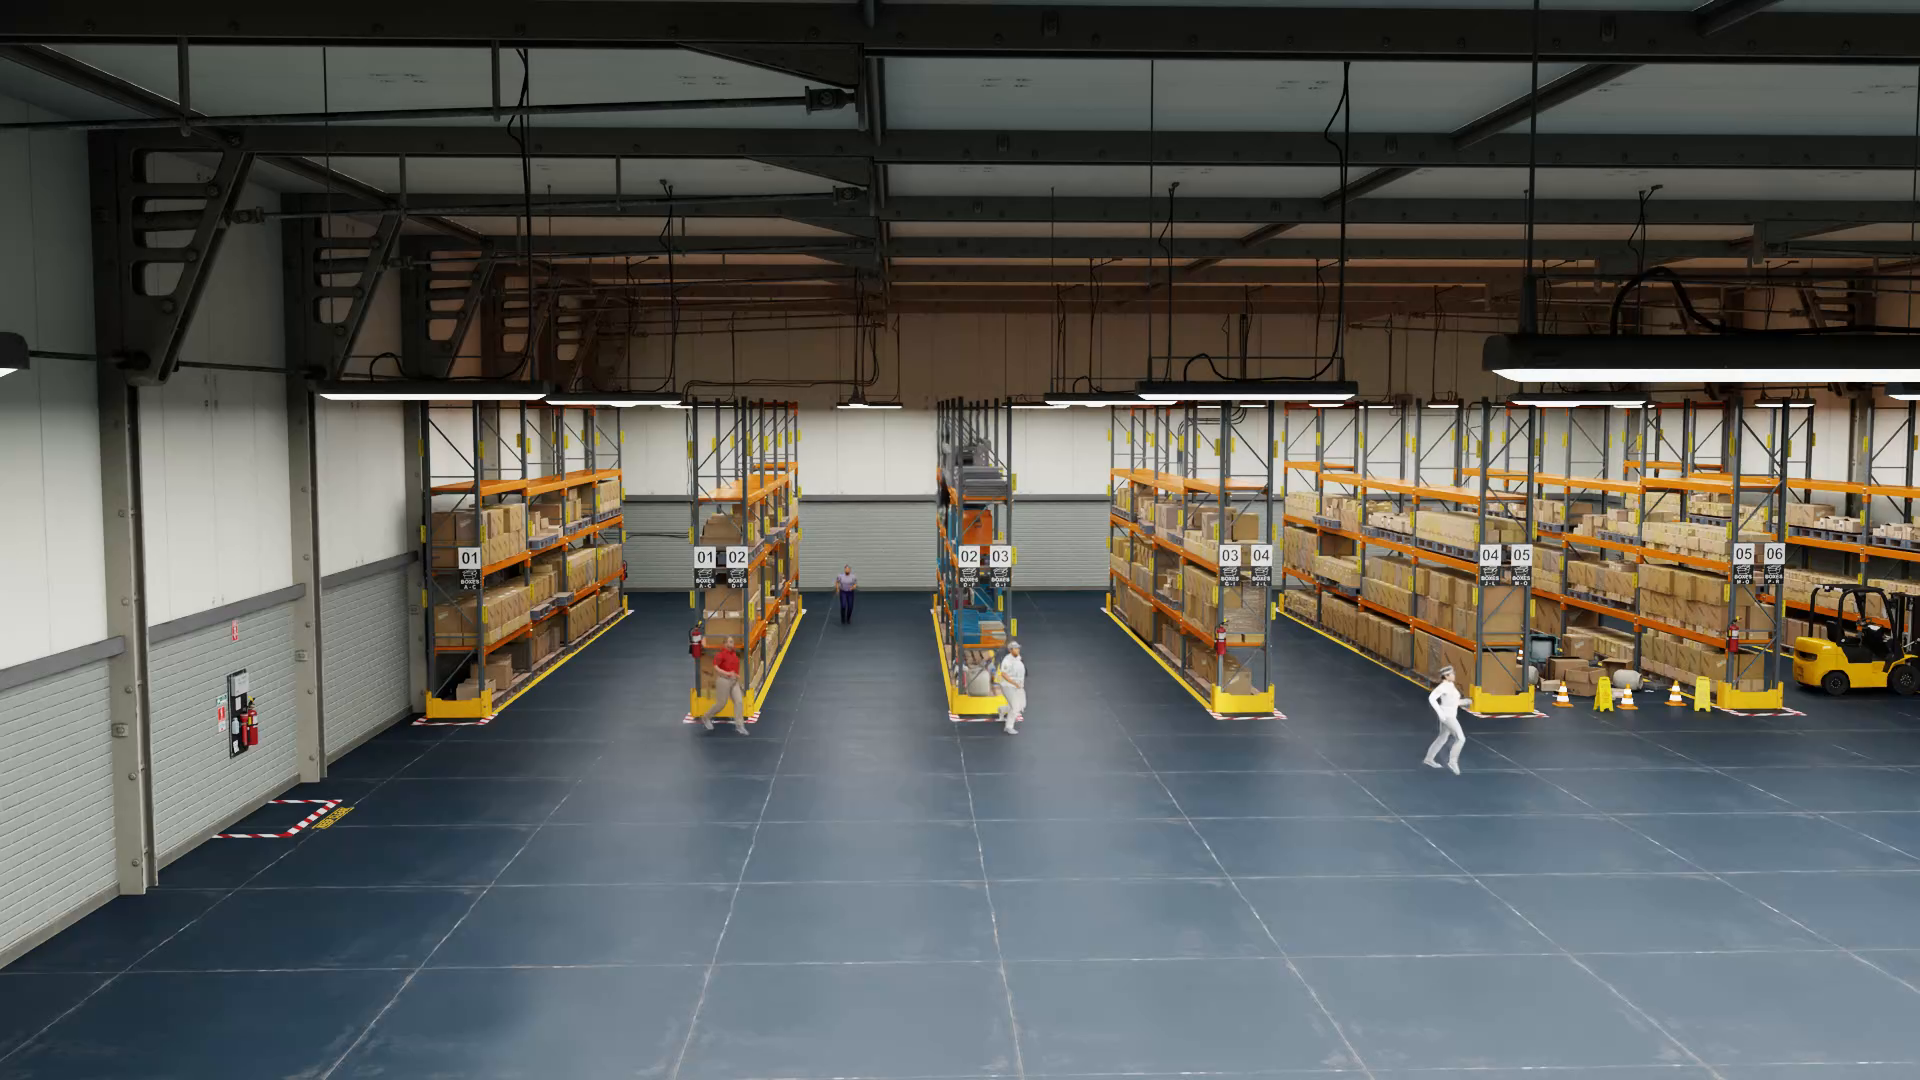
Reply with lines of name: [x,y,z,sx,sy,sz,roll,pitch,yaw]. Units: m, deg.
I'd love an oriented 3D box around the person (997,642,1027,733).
person: [0.911,2.624,29.760,0.623,1.639,0.632,3,5,34]

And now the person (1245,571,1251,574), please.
person: [8.038,1.256,45.959,0.693,1.736,0.995,0,4,6]

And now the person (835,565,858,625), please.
person: [-3.027,1.471,44.502,0.578,1.614,0.721,-1,4,-10]

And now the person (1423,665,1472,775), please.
person: [7.734,2.847,26.346,0.710,1.749,0.576,2,5,22]

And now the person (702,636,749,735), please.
person: [-4.123,2.573,29.598,0.974,1.735,0.699,3,5,32]
